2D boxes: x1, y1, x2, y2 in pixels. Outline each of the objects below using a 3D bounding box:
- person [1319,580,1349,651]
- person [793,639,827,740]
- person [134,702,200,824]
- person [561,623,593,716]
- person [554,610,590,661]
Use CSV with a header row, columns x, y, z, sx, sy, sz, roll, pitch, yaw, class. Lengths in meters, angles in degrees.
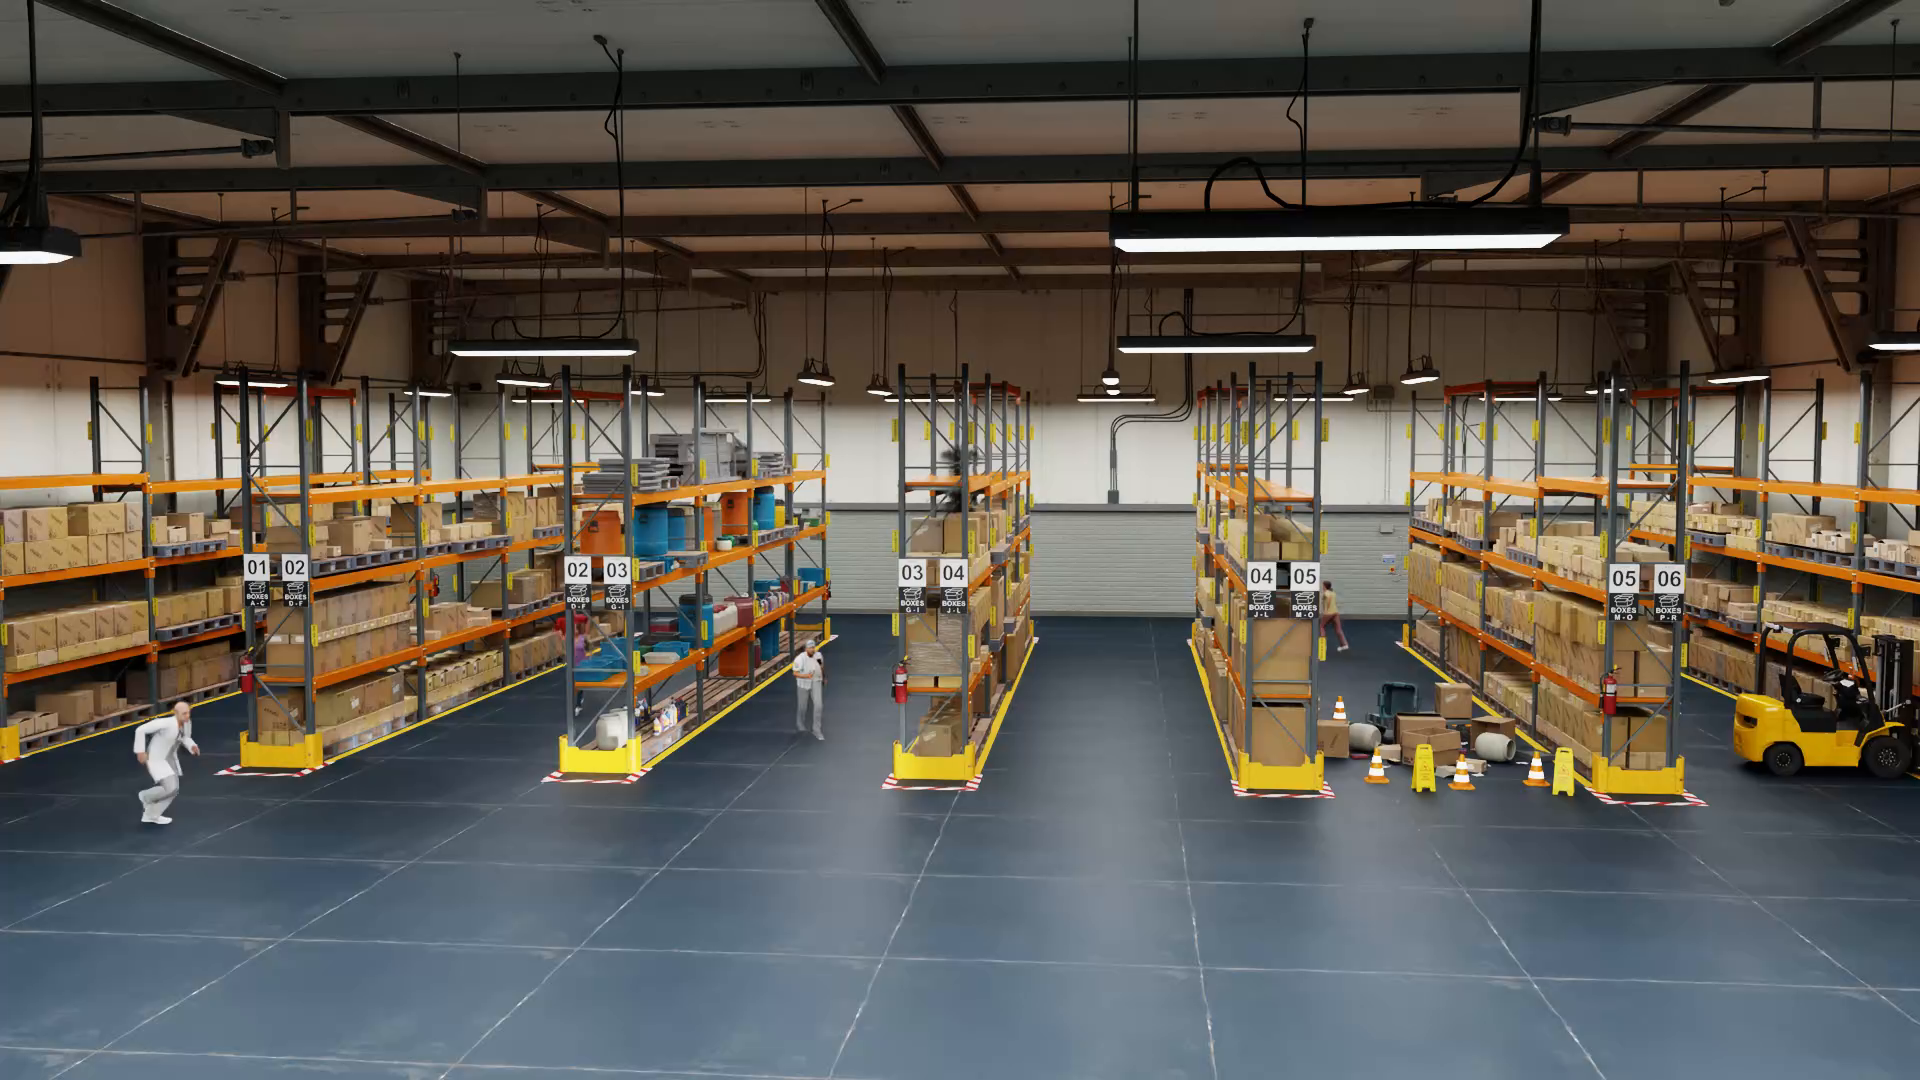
x,y,z,sx,sy,sz,roll,pitch,yaw,class
8.484,1.753,37.909,0.573,1.640,0.940,-2,4,-32,person
-2.491,2.432,27.431,0.603,1.640,0.944,-1,4,-17,person
-10.111,2.851,21.158,0.864,1.598,0.743,1,4,19,person
-6.840,2.278,29.709,0.507,1.626,0.824,0,4,1,person
-7.642,2.100,32.779,0.695,1.695,1.024,-1,4,-11,person
